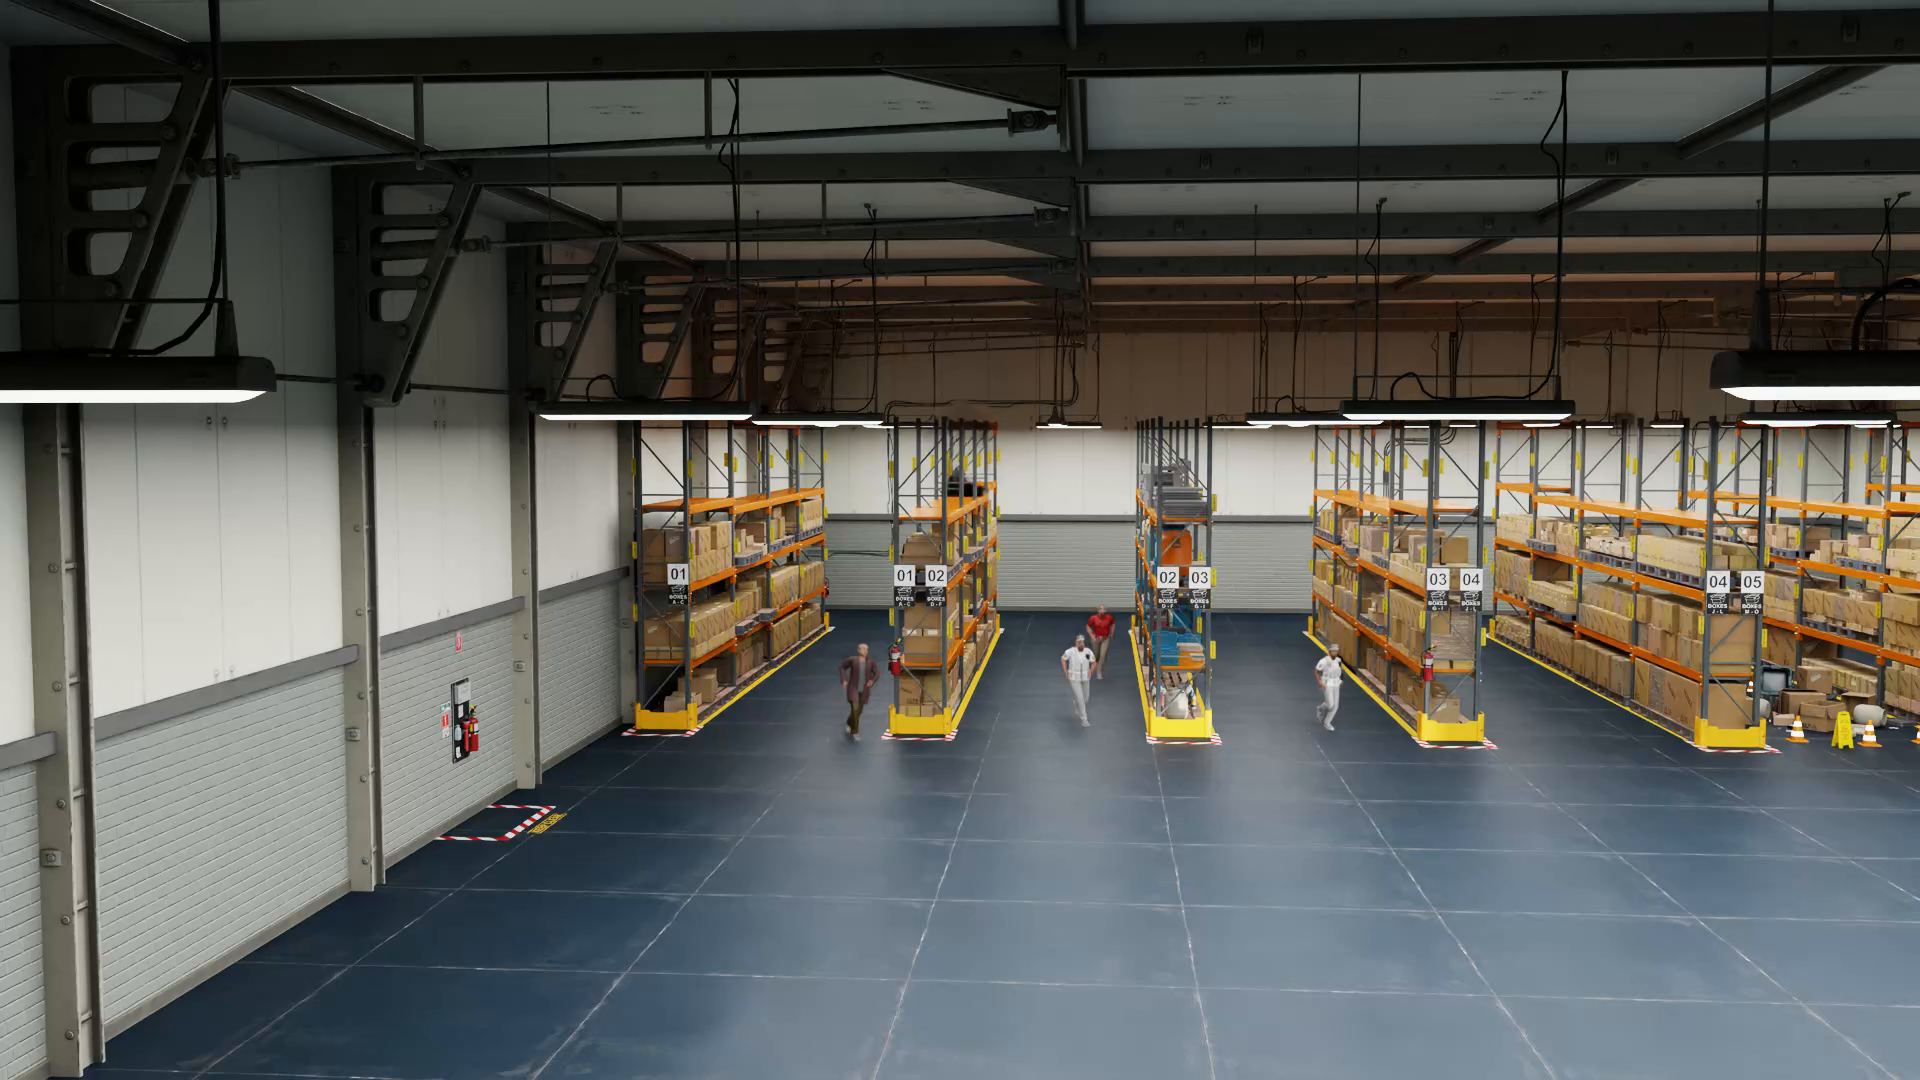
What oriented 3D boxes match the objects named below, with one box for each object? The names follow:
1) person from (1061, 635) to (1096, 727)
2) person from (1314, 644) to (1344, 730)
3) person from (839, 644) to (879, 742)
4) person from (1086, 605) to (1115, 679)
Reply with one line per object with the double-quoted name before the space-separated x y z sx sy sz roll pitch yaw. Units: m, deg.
"person" 2.343 2.723 32.649 0.686 1.776 0.944 -1 4 -11
"person" 7.144 2.811 32.074 0.588 1.658 0.547 -1 4 -20
"person" -1.873 2.822 31.080 0.719 1.778 0.900 -1 4 -21
"person" 3.292 2.355 38.820 0.688 1.702 0.757 0 4 -1
